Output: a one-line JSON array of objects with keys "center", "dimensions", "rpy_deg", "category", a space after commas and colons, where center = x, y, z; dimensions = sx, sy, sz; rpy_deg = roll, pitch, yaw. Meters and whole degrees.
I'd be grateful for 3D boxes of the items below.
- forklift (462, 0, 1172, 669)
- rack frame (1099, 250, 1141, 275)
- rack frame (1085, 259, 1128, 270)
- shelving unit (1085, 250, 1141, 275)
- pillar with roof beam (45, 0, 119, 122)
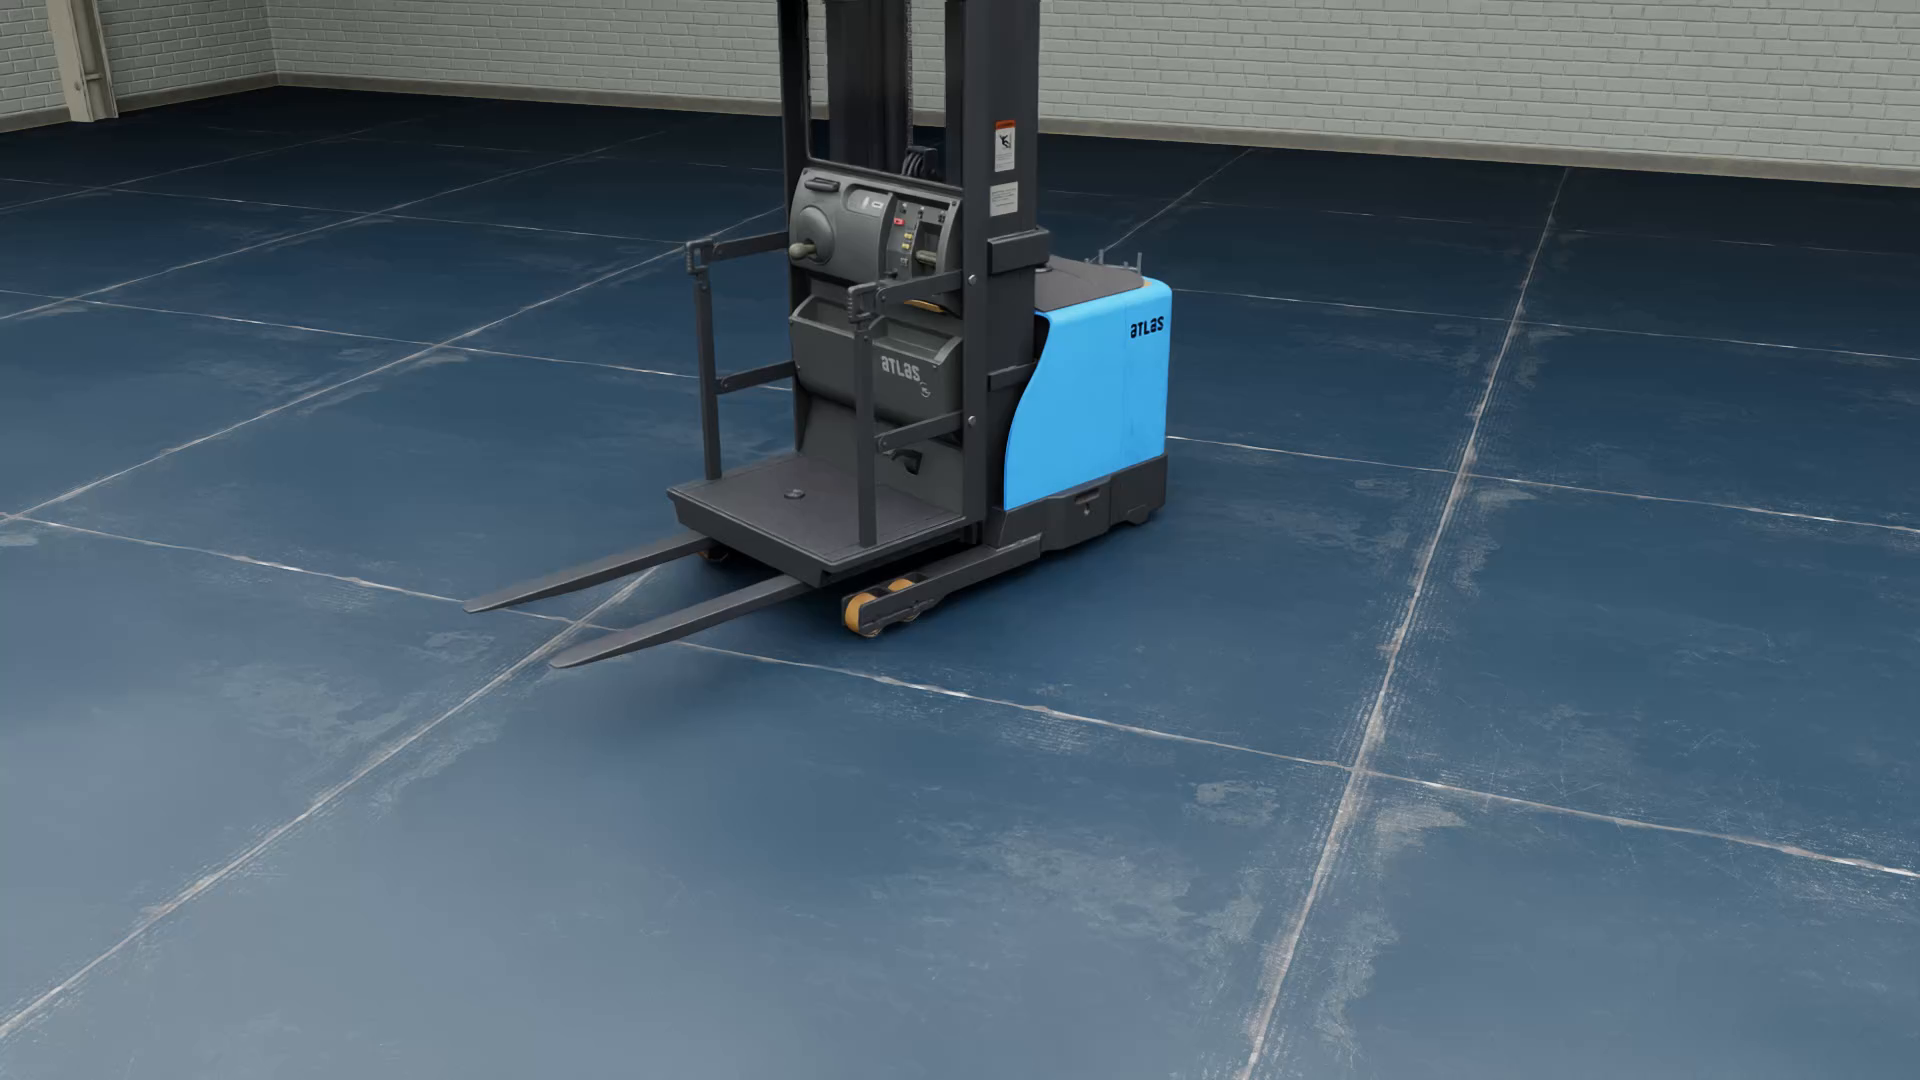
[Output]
[{"center": [-0.494, -1.207, 6.336], "dimensions": [3.031, 2.935, 1.130], "rpy_deg": [-20, 30, -39], "category": "forklift"}, {"center": [0.740, -0.853, 7.931], "dimensions": [0.200, 1.050, 0.008], "rpy_deg": [8, 22, 19], "category": "rack frame"}, {"center": [0.655, -0.775, 7.716], "dimensions": [0.200, 1.050, 0.008], "rpy_deg": [8, 22, 19], "category": "rack frame"}, {"center": [0.698, -0.814, 7.823], "dimensions": [0.215, 1.050, 0.252], "rpy_deg": [8, 22, 19], "category": "shelving unit"}, {"center": [-5.585, -8.197, 15.198], "dimensions": [9.100, 9.000, 0.400], "rpy_deg": [9, 24, 20], "category": "pillar with roof beam"}]
